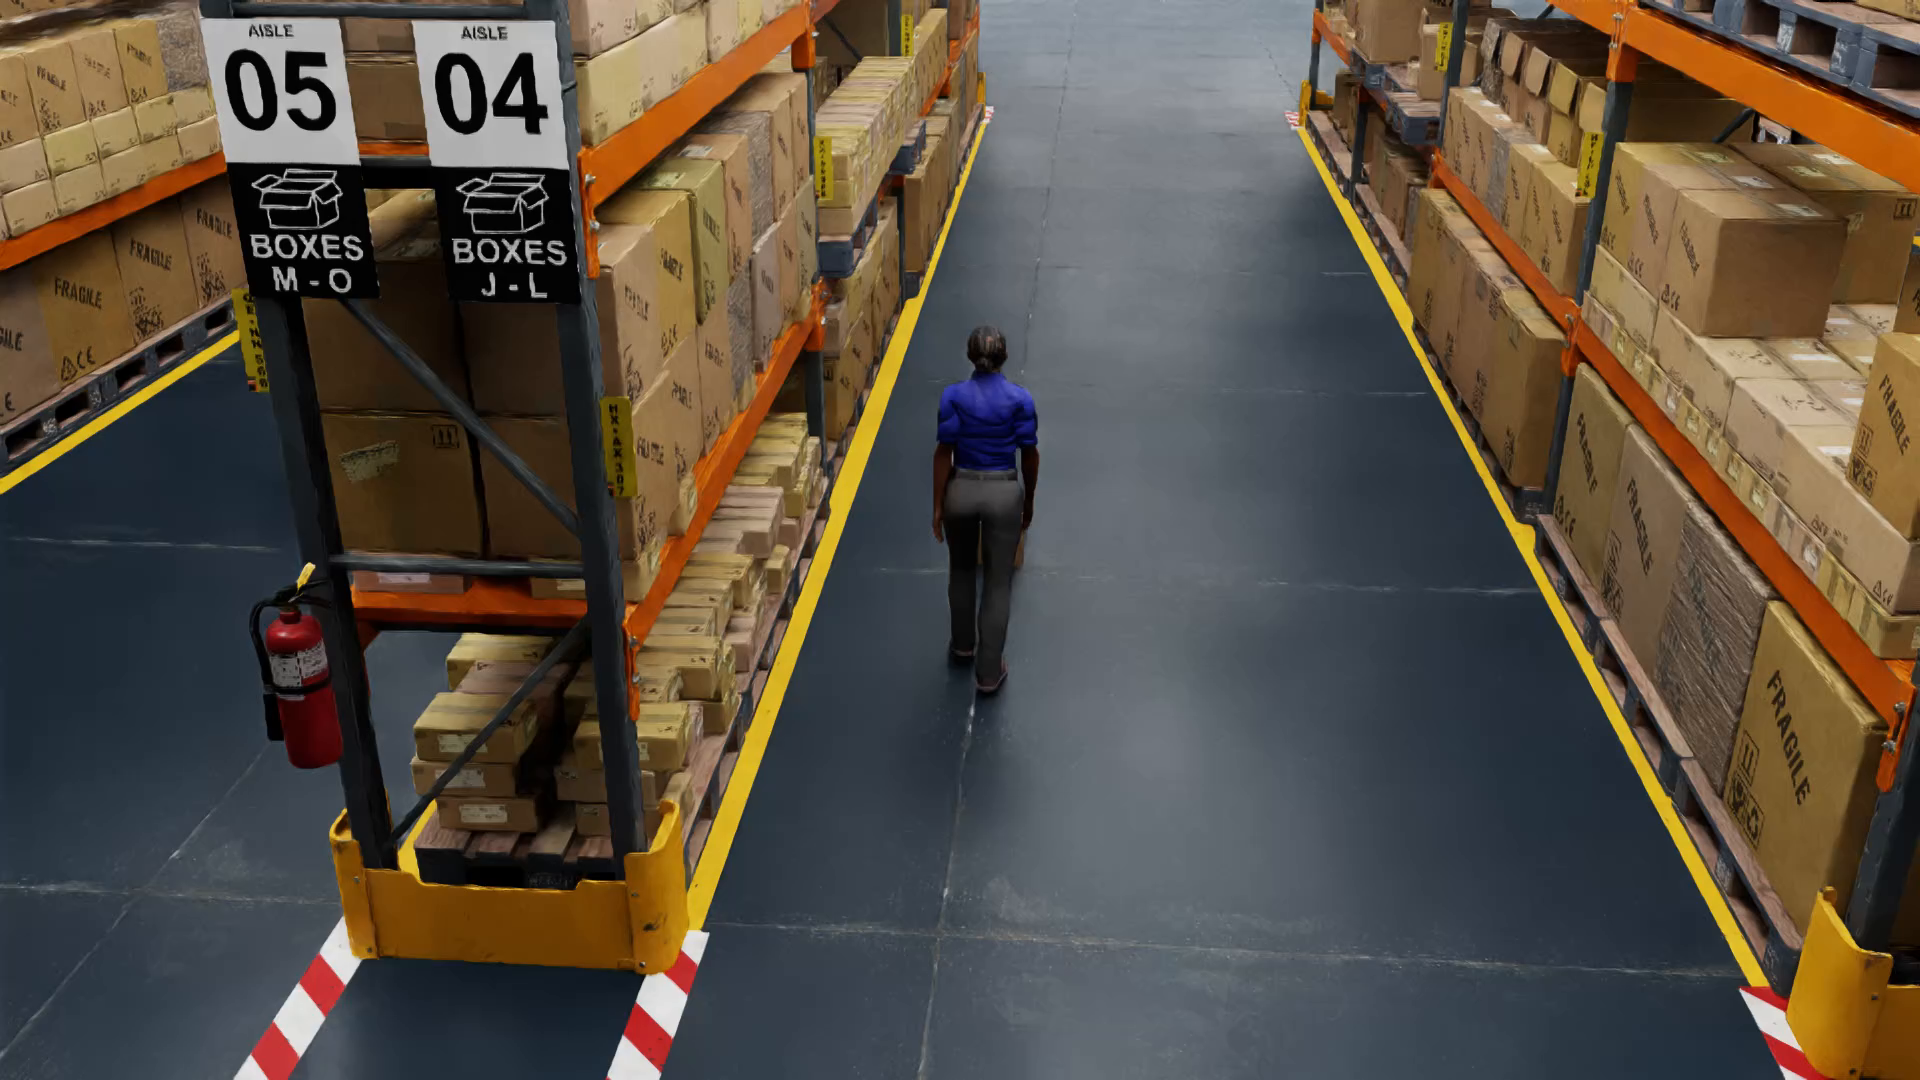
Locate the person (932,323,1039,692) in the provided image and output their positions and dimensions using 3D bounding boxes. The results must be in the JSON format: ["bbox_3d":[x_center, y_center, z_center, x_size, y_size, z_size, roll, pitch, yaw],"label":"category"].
[{"bbox_3d":[0.116,-0.147,7.453,0.458,1.676,0.593,4,25,8],"label":"person"}]
